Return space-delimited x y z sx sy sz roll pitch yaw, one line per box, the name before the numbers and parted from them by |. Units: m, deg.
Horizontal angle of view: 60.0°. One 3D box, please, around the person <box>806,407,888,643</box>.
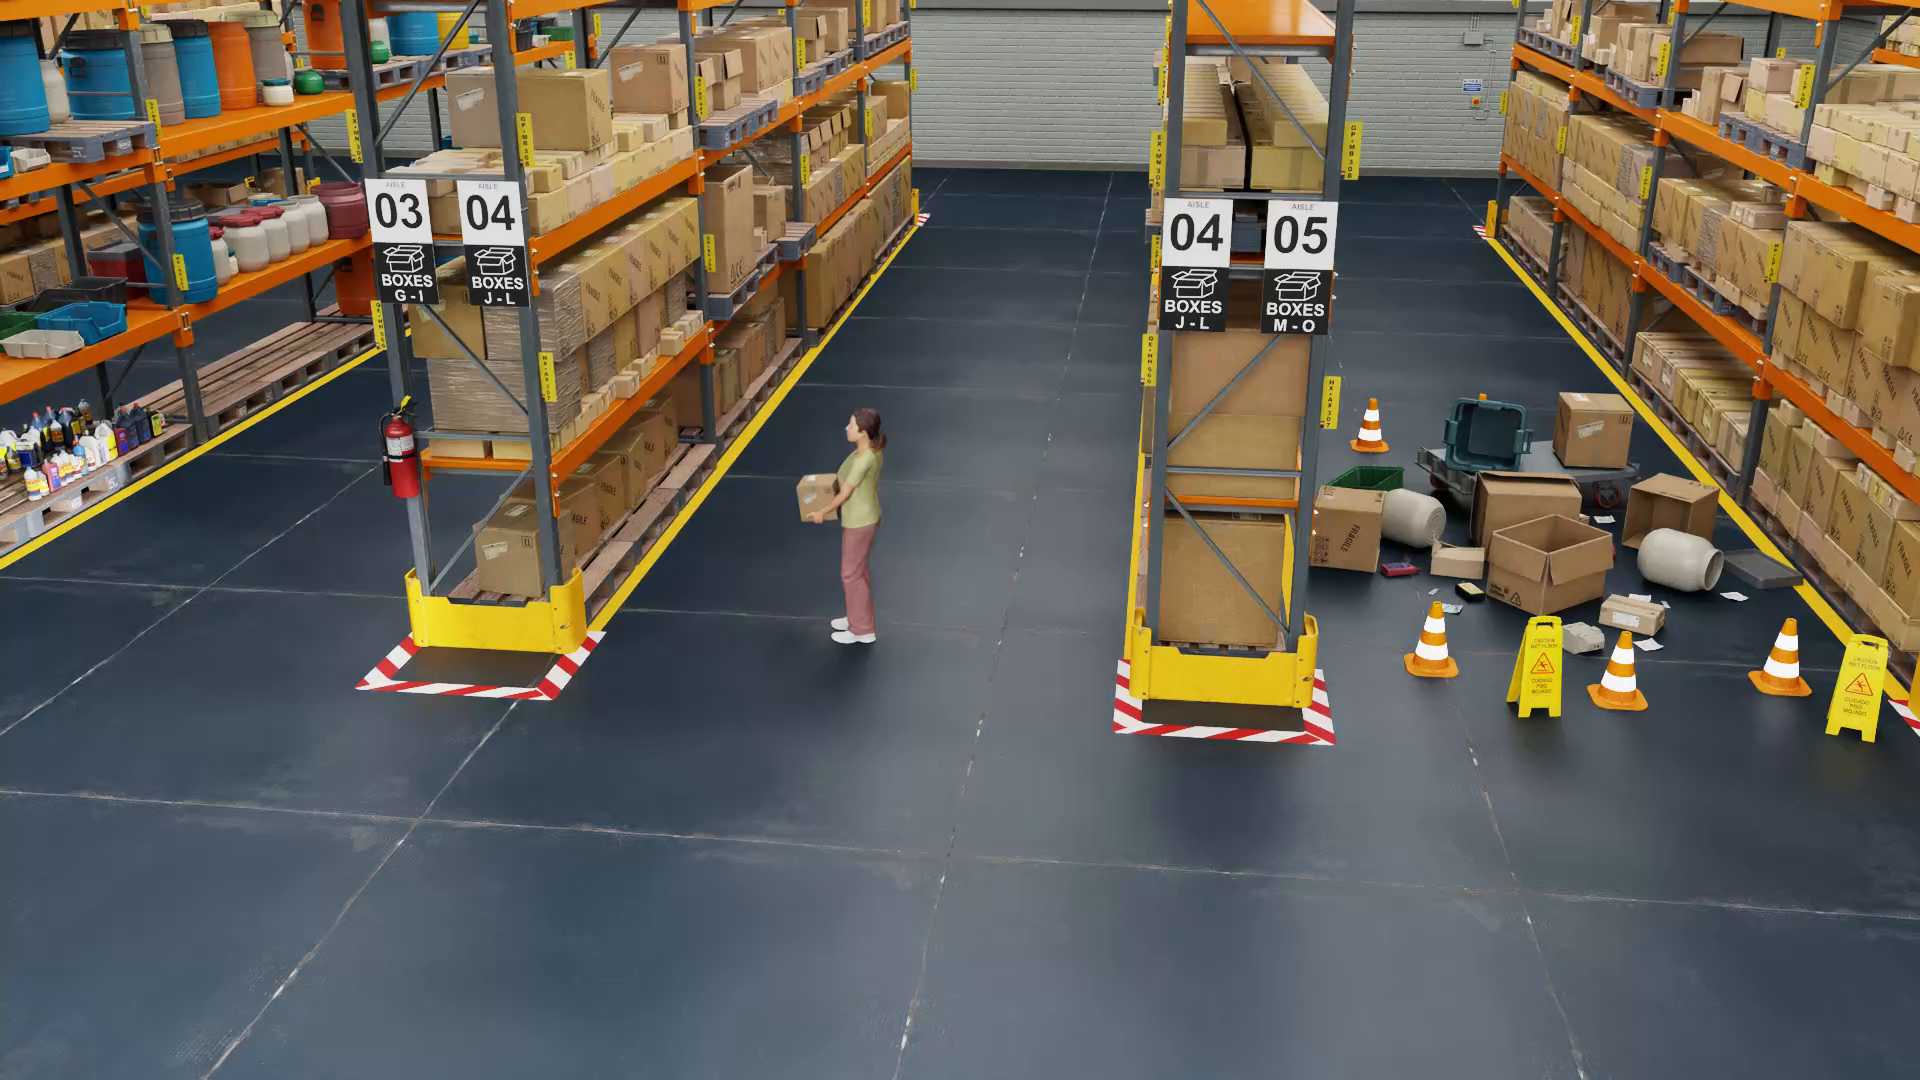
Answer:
person | -0.754 -0.111 11.388 0.556 1.665 0.425 3 21 7
